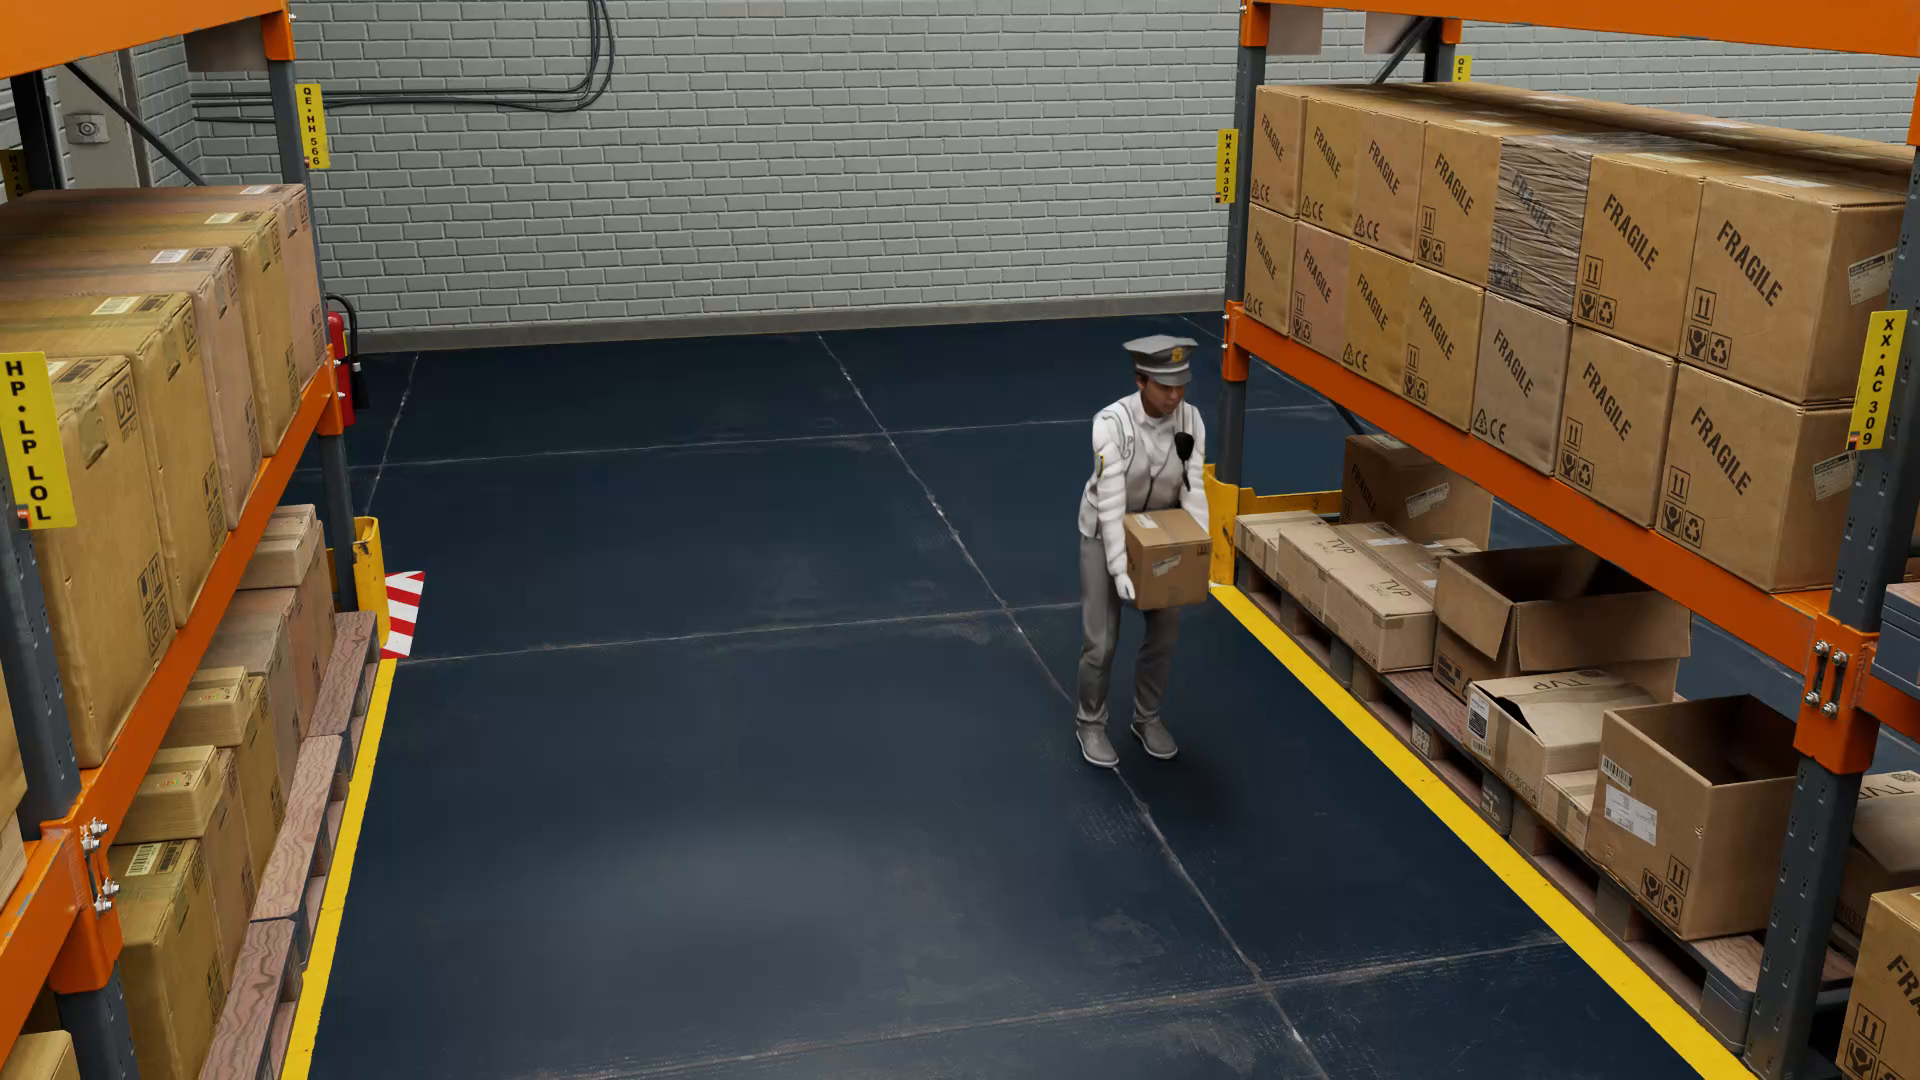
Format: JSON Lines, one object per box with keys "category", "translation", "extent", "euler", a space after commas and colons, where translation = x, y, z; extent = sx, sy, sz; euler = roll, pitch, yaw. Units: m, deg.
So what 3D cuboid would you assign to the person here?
{"category": "person", "translation": [0.661, 0.052, 5.987], "extent": [0.413, 1.631, 0.562], "euler": [-6, 21, -15]}
